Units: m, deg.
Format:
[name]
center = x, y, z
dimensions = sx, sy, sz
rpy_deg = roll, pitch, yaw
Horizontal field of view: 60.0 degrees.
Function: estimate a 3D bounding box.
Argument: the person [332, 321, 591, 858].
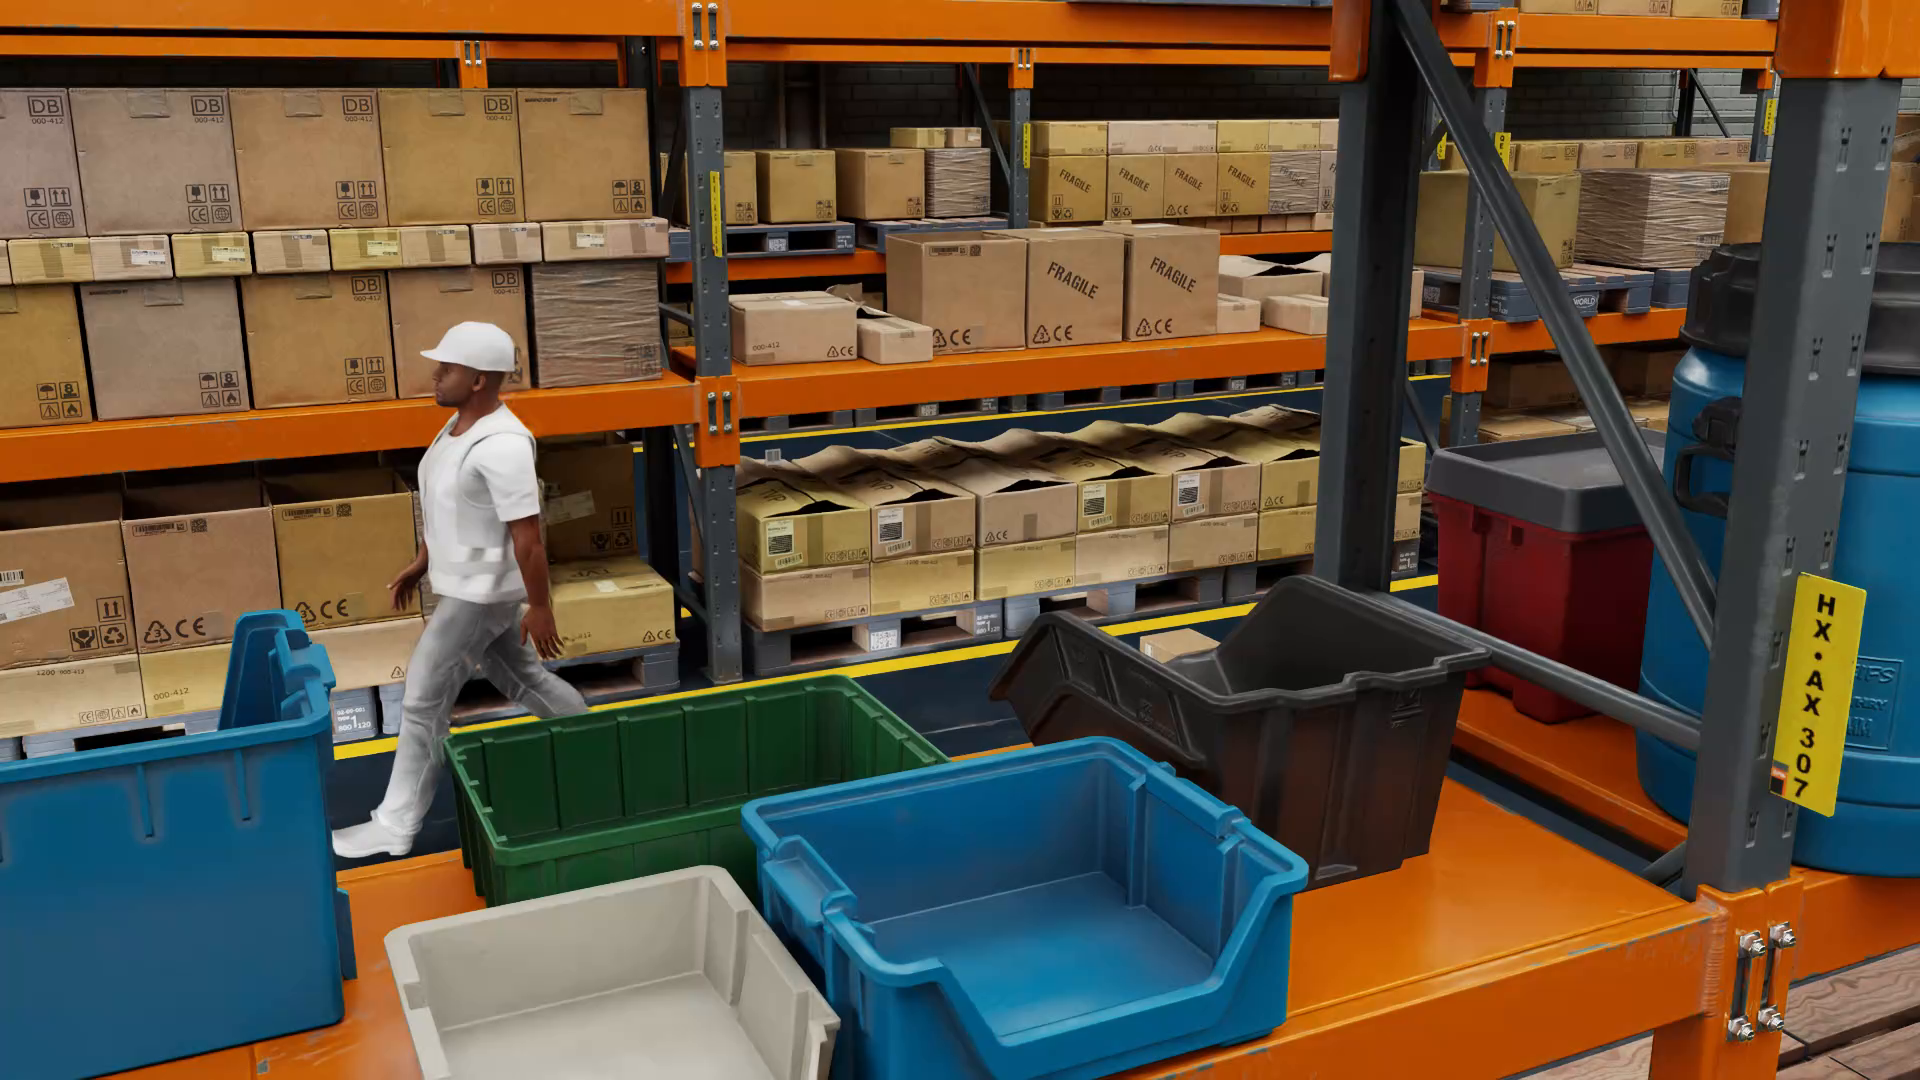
[person]
center = -1.641, 0.144, 5.461
dimensions = 1.048, 1.722, 0.586
rpy_deg = -6, 16, -22
